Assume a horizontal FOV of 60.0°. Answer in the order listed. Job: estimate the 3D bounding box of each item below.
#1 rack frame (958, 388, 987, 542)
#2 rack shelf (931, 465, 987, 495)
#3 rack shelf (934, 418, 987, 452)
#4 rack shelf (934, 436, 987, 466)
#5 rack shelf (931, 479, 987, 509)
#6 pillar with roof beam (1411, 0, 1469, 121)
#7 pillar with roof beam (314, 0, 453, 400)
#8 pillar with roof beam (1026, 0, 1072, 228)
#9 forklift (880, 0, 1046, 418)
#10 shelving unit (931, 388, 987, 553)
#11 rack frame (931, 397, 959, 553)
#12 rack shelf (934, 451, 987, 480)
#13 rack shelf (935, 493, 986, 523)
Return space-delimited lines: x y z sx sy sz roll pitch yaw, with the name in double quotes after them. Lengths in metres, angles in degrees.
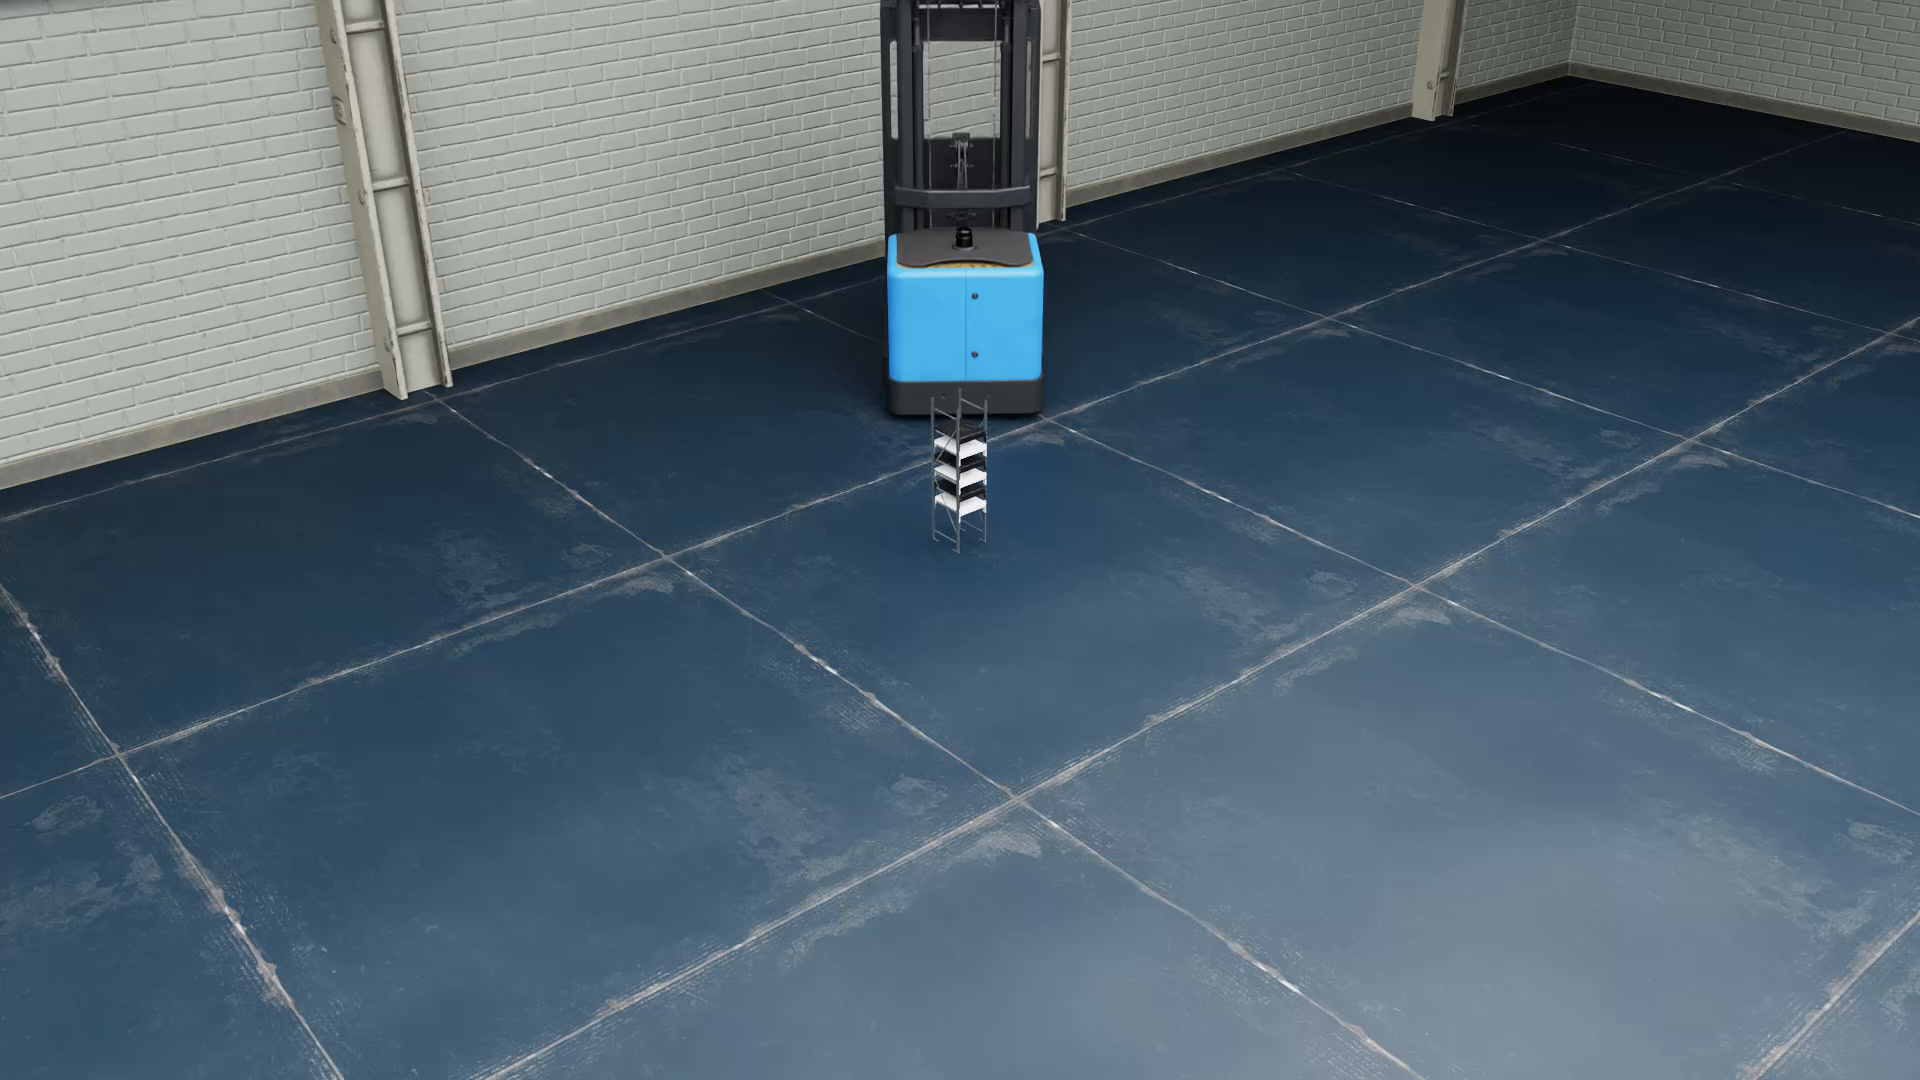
0.071 -0.426 9.591 0.006 0.900 0.240 -22 35 -35 "rack frame"
-0.006 -0.365 9.549 0.200 0.077 0.258 -22 35 -35 "rack shelf"
-0.006 -0.603 9.422 0.200 0.077 0.258 -22 35 -35 "rack shelf"
-0.006 -0.524 9.464 0.200 0.077 0.258 -22 35 -35 "rack shelf"
-0.006 -0.286 9.591 0.200 0.077 0.258 -22 35 -35 "rack shelf"
8.080 -7.187 13.651 0.400 9.000 9.100 -22 35 -35 "pillar with roof beam"
-1.049 -3.516 6.782 0.400 9.000 9.100 -22 35 -35 "pillar with roof beam"
3.515 -5.352 10.217 0.400 9.000 9.100 -22 35 -35 "pillar with roof beam"
-0.003 -2.760 11.805 1.130 2.935 3.031 -1 28 -1 "forklift"
-0.006 -0.394 9.533 0.210 0.900 0.258 -22 35 -35 "shelving unit"
-0.084 -0.363 9.475 0.006 0.900 0.240 -22 35 -35 "rack frame"
-0.006 -0.444 9.507 0.200 0.077 0.258 -22 35 -35 "rack shelf"
-0.006 -0.206 9.634 0.200 0.077 0.258 -22 35 -35 "rack shelf"
